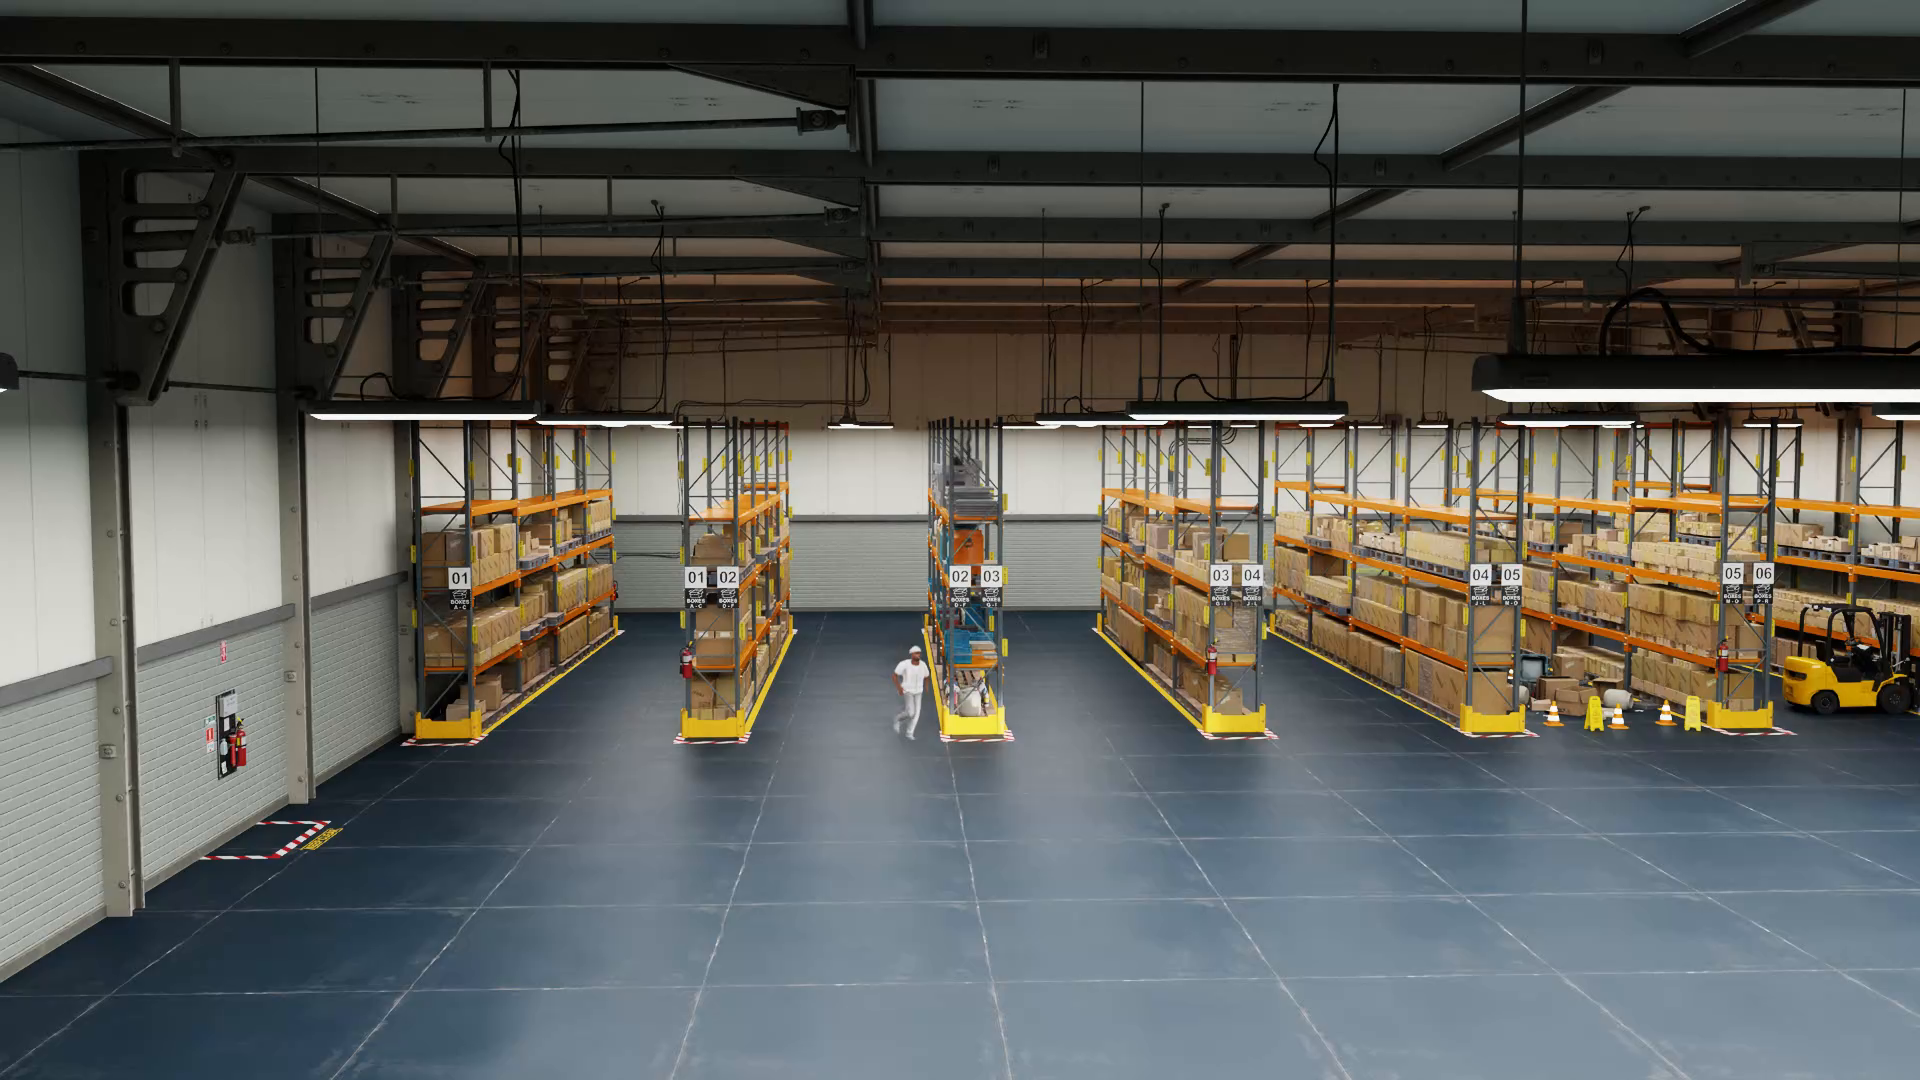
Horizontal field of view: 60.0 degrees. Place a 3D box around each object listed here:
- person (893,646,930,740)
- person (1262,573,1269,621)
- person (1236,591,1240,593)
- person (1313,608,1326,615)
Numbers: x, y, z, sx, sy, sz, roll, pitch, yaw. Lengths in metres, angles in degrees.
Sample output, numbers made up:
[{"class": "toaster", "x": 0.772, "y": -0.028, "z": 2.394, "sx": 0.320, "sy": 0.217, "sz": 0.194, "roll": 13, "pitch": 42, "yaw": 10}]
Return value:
[{"class": "person", "x": -0.887, "y": 2.850, "z": 31.144, "sx": 0.713, "sy": 1.742, "sz": 0.581, "roll": -2, "pitch": 4, "yaw": -31}, {"class": "person", "x": 8.638, "y": 1.714, "z": 49.050, "sx": 0.876, "sy": 1.596, "sz": 0.742, "roll": 0, "pitch": 4, "yaw": 4}, {"class": "person", "x": 7.762, "y": 1.736, "z": 47.314, "sx": 0.770, "sy": 1.760, "sz": 0.998, "roll": 1, "pitch": 4, "yaw": 13}, {"class": "person", "x": 10.464, "y": 1.671, "z": 49.017, "sx": 0.825, "sy": 1.746, "sz": 0.727, "roll": -1, "pitch": 4, "yaw": -9}]
